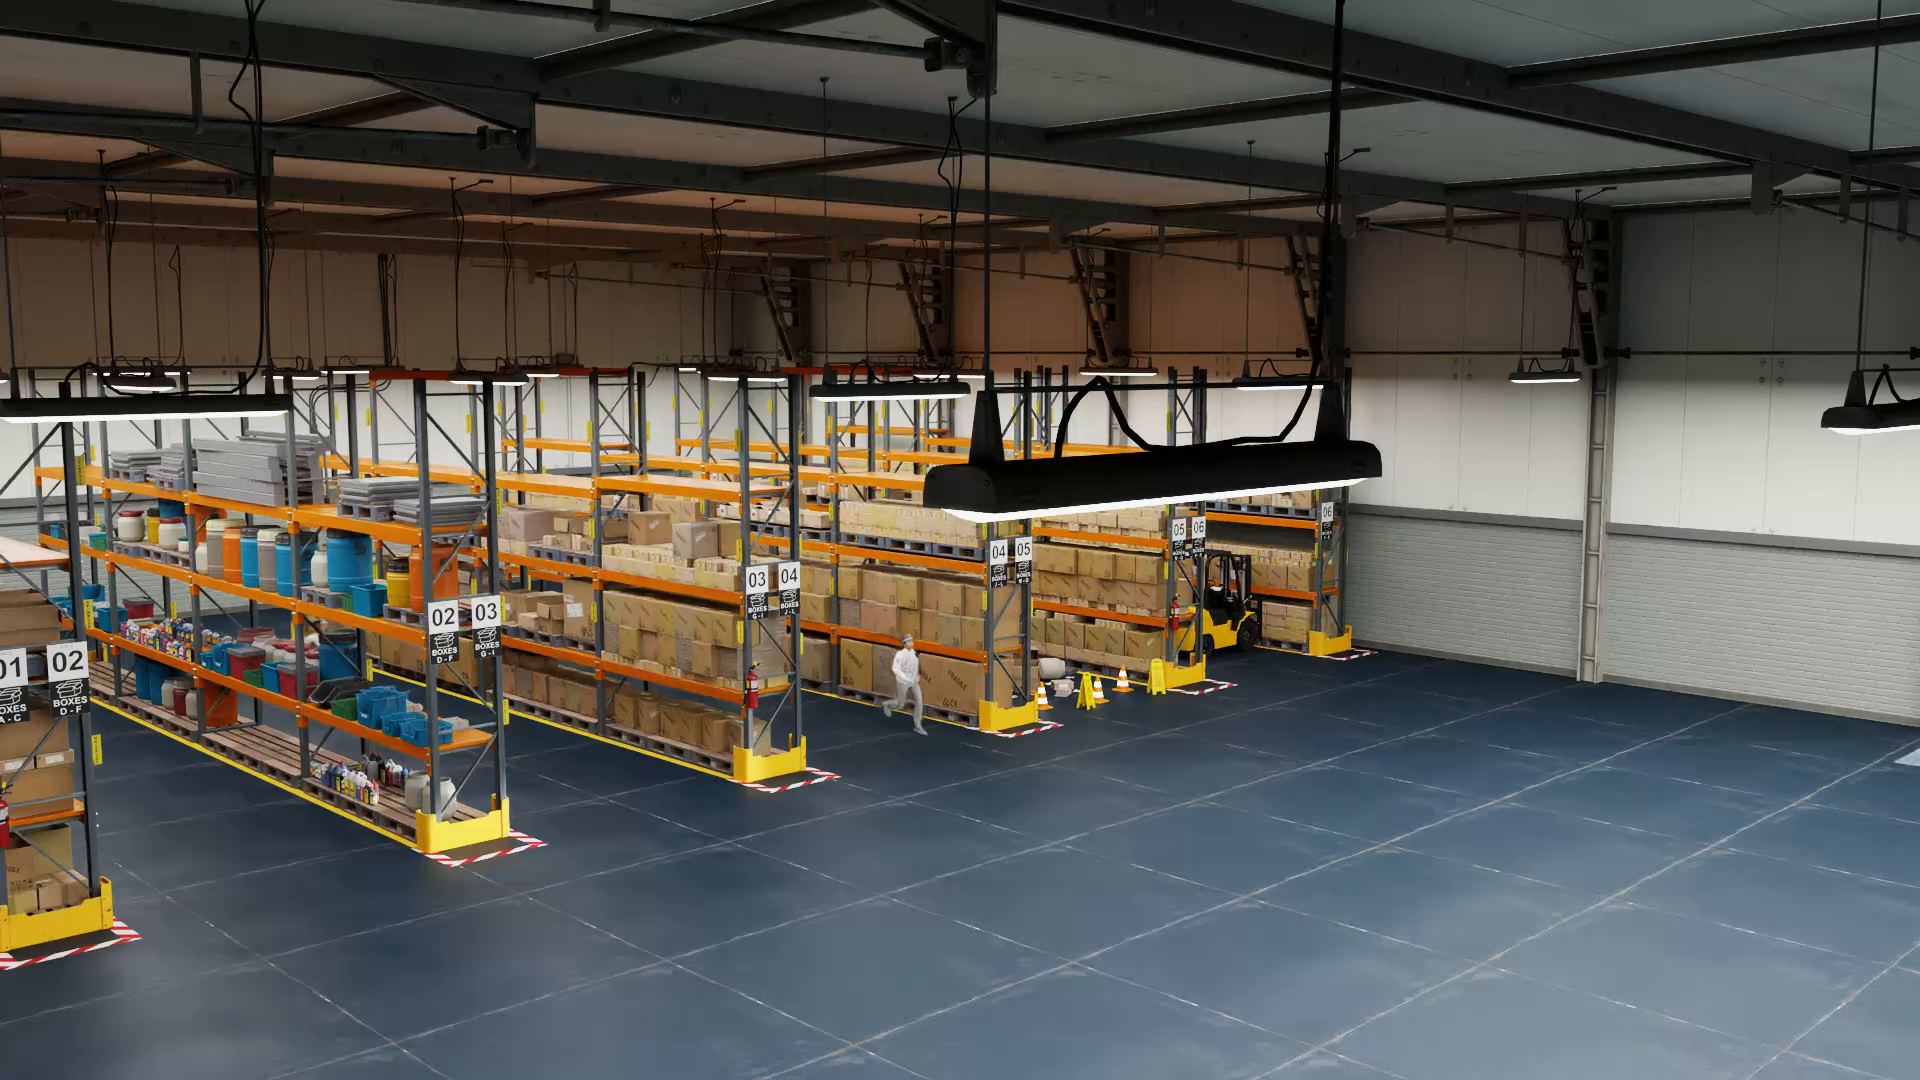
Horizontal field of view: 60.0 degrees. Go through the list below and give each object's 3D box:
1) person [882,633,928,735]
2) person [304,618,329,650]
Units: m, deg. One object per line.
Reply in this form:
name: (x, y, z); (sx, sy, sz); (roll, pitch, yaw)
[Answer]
person: (-0.909, 2.392, 27.836); (0.597, 1.683, 0.988); (-6, 9, -42)
person: (-11.218, 2.213, 29.288); (0.760, 1.743, 0.596); (5, 8, 40)
